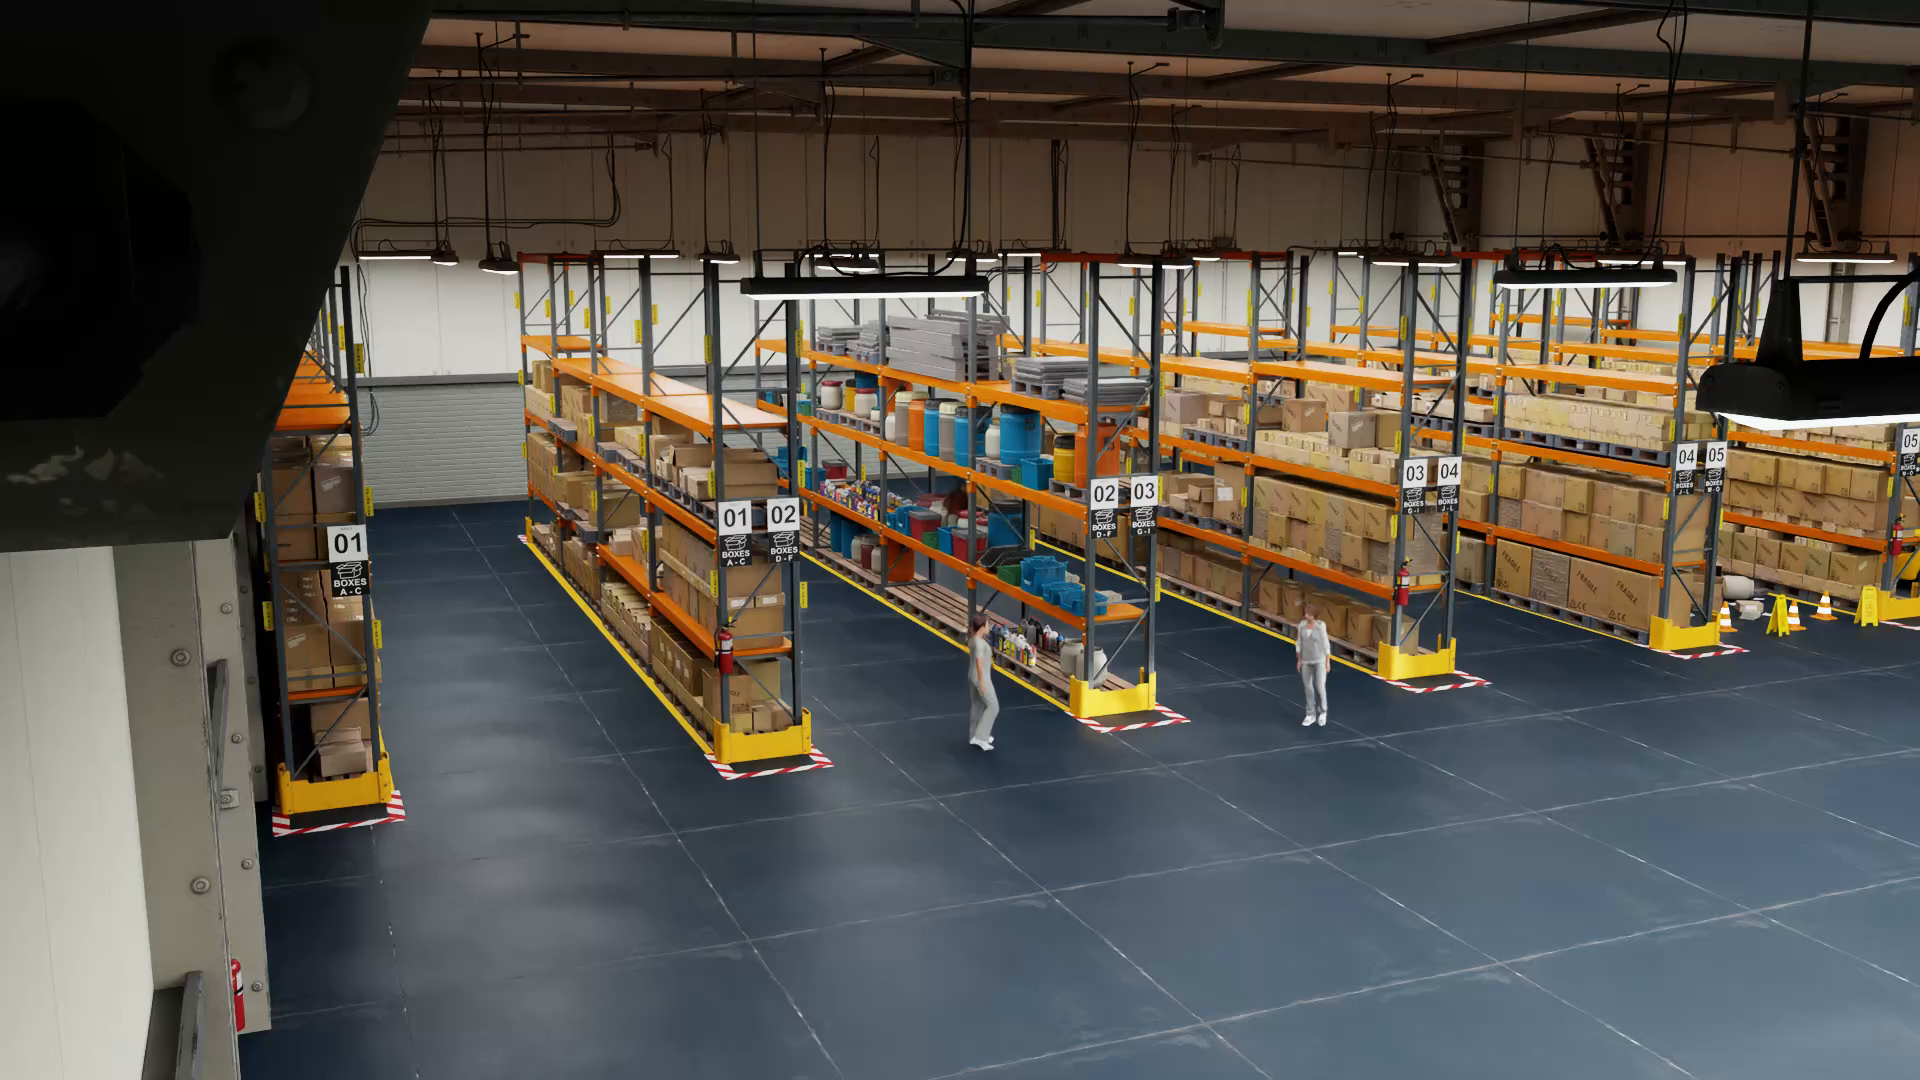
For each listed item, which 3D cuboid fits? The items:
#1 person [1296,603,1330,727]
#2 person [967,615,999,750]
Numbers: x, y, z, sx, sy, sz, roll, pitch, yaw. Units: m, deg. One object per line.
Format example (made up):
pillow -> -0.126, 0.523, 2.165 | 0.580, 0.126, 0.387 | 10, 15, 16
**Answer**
person -> 4.607, 1.621, 21.749 | 0.464, 1.613, 0.329 | 6, 12, 30
person -> 0.260, 1.764, 20.812 | 0.379, 1.686, 0.503 | -3, 11, -16
